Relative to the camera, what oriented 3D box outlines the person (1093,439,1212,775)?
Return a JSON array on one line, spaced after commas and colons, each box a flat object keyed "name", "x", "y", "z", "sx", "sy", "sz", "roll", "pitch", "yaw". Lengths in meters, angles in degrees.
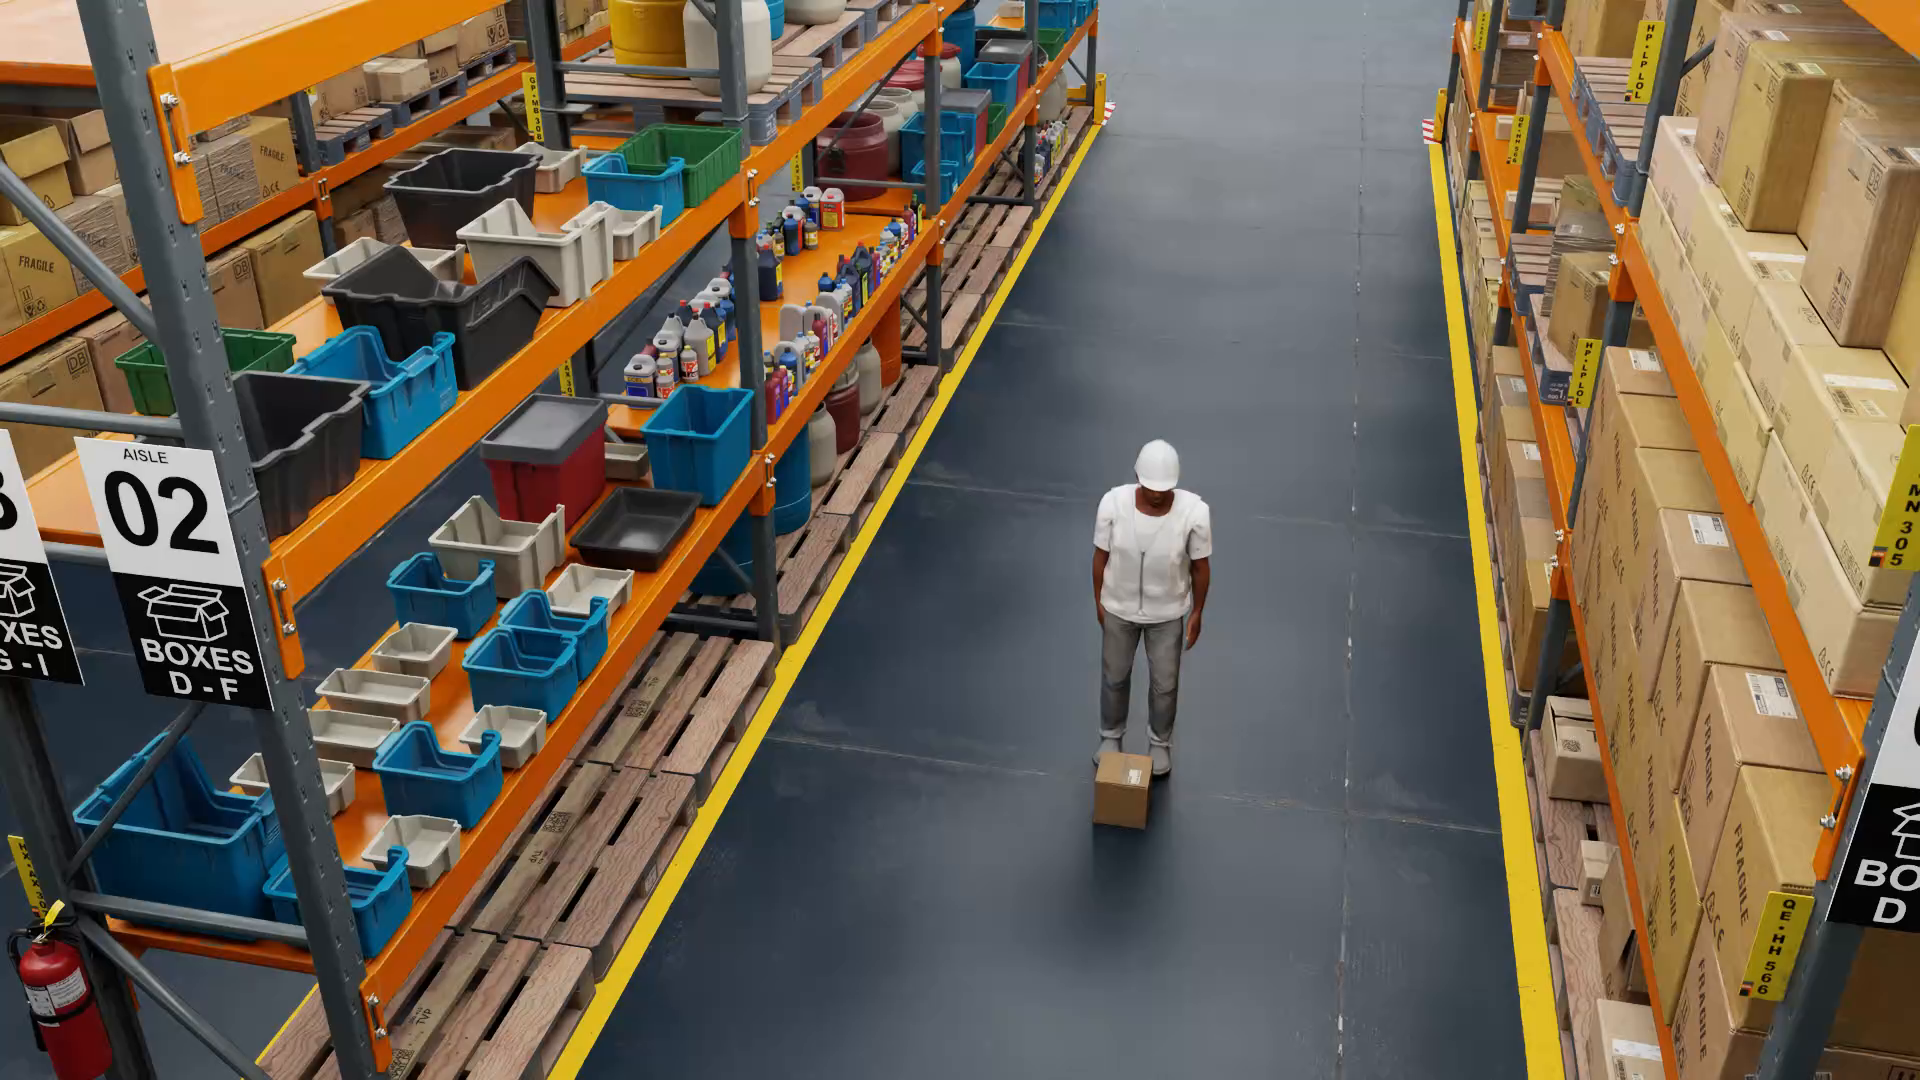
[{"name": "person", "x": 0.905, "y": 0.324, "z": 8.007, "sx": 0.566, "sy": 1.763, "sz": 0.368, "roll": 6, "pitch": 29, "yaw": 12}]
